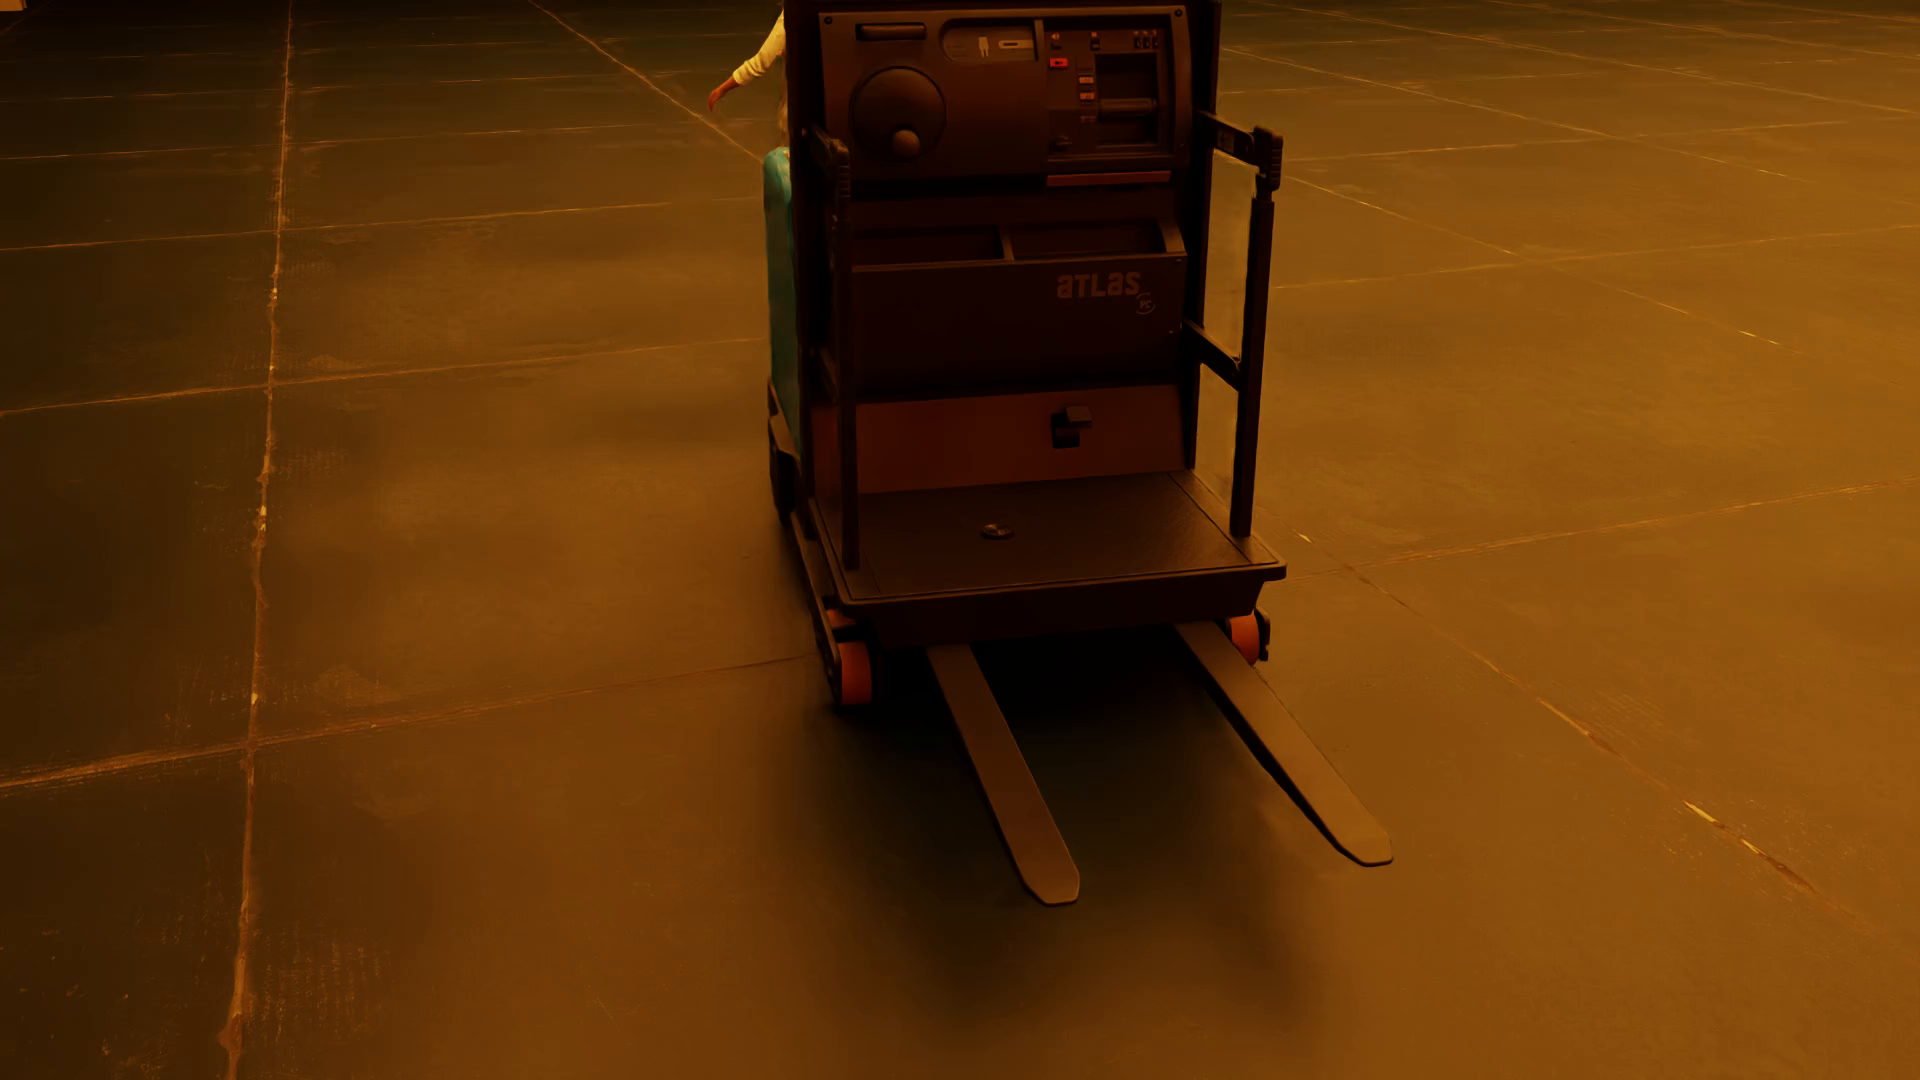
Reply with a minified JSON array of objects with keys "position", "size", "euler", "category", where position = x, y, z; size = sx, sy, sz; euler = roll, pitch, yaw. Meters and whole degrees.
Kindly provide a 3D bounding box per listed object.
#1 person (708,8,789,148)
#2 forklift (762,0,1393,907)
[{"position":[-0.674,-1.833,7.472],"size":[0.810,1.606,0.457],"euler":[-17,28,-34],"category":"person"},{"position":[0.166,-1.097,3.906],"size":[1.130,2.935,3.031],"euler":[-5,23,-11],"category":"forklift"}]
